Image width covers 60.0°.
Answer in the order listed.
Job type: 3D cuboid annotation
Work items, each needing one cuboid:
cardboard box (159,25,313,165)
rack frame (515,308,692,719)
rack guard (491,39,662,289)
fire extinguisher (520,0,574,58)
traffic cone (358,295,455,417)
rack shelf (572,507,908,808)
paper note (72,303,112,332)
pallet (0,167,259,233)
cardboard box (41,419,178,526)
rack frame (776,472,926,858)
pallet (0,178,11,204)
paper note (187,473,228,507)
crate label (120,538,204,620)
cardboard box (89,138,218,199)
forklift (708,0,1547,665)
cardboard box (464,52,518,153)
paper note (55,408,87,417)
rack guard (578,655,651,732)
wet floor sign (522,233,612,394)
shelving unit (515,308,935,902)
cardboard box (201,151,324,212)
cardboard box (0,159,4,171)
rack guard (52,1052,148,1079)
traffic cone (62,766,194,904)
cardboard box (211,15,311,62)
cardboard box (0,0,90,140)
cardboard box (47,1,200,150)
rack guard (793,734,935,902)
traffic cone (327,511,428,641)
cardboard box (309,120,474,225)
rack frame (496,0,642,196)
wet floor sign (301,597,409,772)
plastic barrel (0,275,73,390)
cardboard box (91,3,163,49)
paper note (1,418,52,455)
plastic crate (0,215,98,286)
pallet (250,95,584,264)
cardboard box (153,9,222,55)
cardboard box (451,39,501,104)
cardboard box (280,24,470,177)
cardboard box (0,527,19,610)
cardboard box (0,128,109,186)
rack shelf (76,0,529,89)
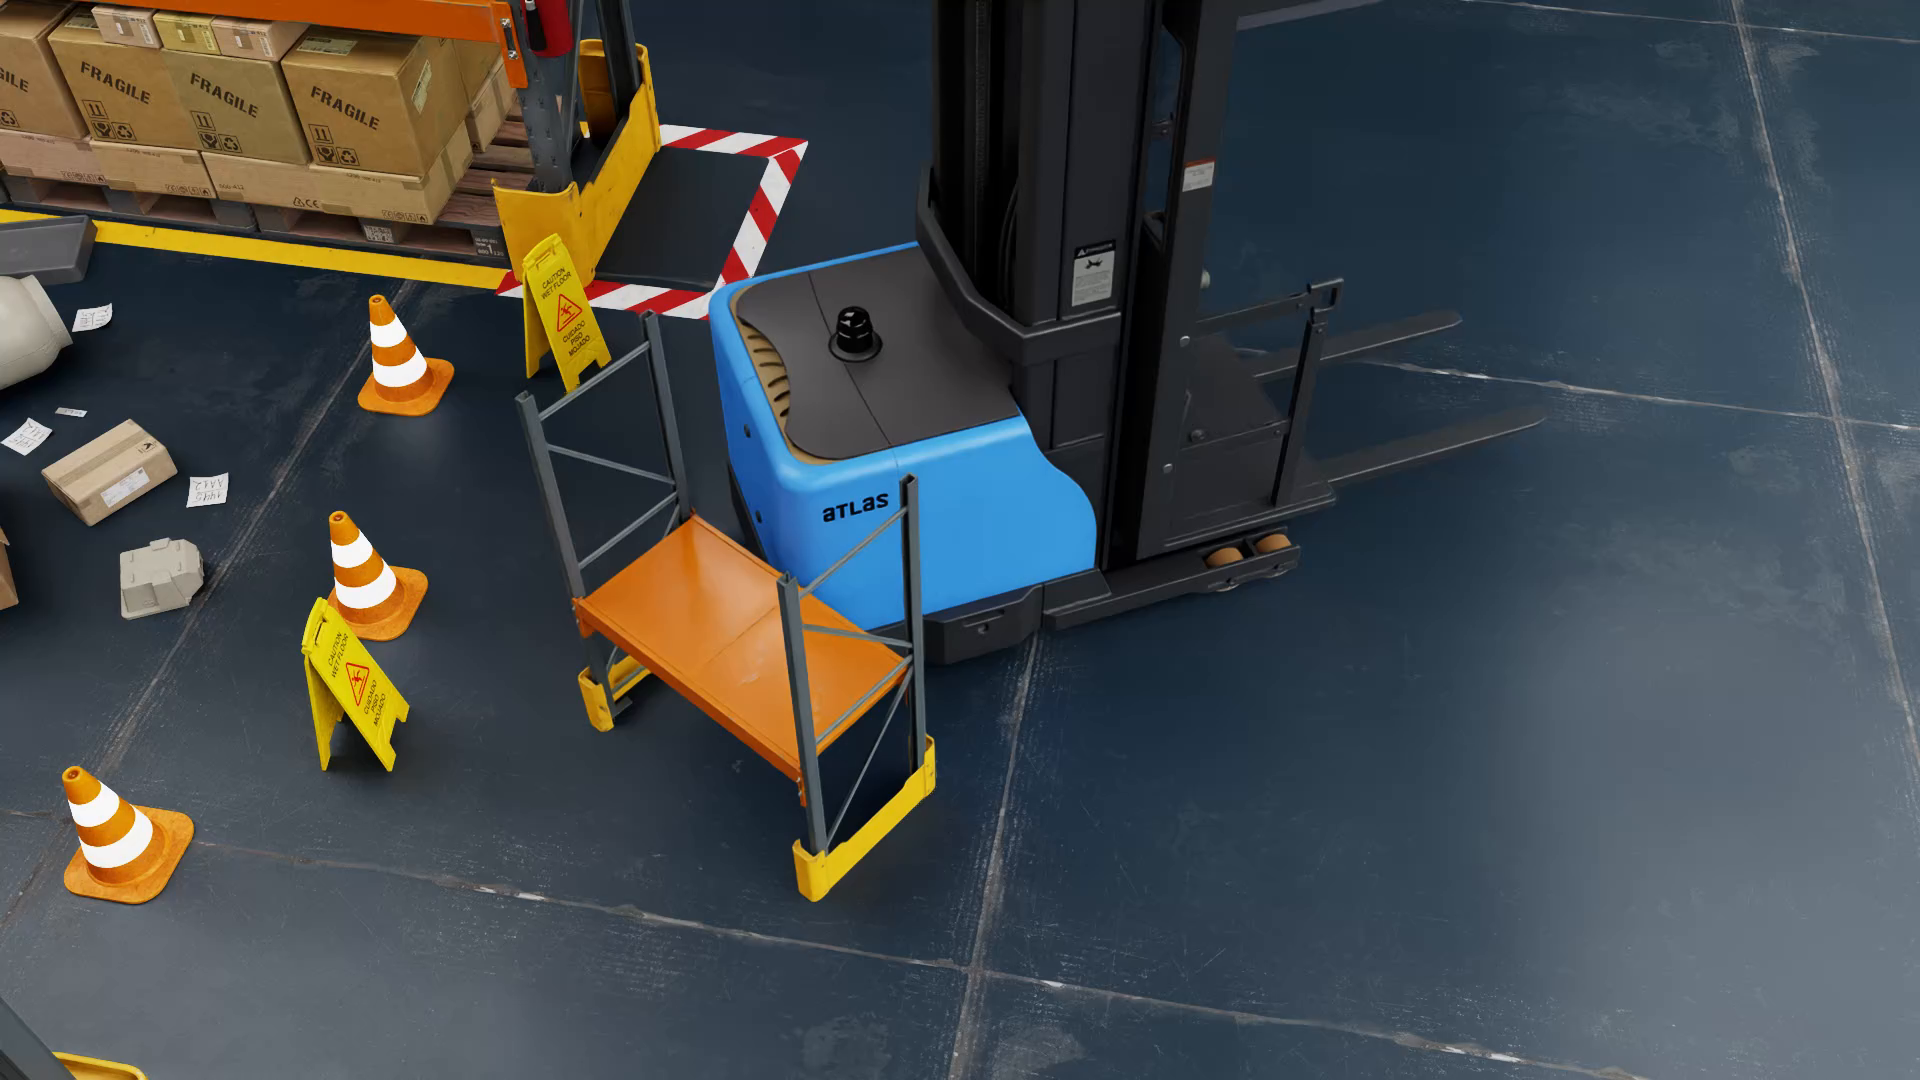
[{"bbox_3d":[-2.963,-1.973,7.068,0.500,0.500,0.500,9,49,8],"label":"cardboard box"},{"bbox_3d":[-1.054,-0.026,5.264,0.032,1.500,0.500,33,56,26],"label":"rack frame"},{"bbox_3d":[-1.689,-1.694,7.436,0.348,0.500,1.175,8,49,7],"label":"rack guard"},{"bbox_3d":[-1.583,-2.141,6.209,0.183,0.674,0.296,8,49,7],"label":"fire extinguisher"},{"bbox_3d":[-2.266,-0.784,6.644,0.334,0.463,0.336,8,49,7],"label":"traffic cone"},{"bbox_3d":[-0.668,0.341,5.176,1.000,0.185,0.538,33,56,26],"label":"rack shelf"},{"bbox_3d":[-3.696,-0.949,7.082,0.148,0.019,0.142,-7,48,-7],"label":"paper note"},{"bbox_3d":[-3.679,-1.894,7.810,1.213,0.211,1.003,8,49,7],"label":"pallet"},{"bbox_3d":[-3.262,-0.261,6.385,0.250,0.149,0.380,32,56,26],"label":"cardboard box"},{"bbox_3d":[-0.283,0.468,4.821,0.032,1.500,0.500,33,56,26],"label":"rack frame"},{"bbox_3d":[-4.883,-2.054,7.953,1.213,0.211,1.003,8,49,7],"label":"pallet"},{"bbox_3d":[-2.898,-0.195,6.405,0.142,0.019,0.148,-7,48,-7],"label":"paper note"},{"bbox_3d":[-2.914,0.123,6.047,0.298,0.136,0.250,-15,50,-13],"label":"crate label"},{"bbox_3d":[-3.481,-1.790,7.408,0.500,0.250,0.500,6,48,5],"label":"cardboard box"},{"bbox_3d":[0.714,-1.148,5.311,3.031,2.935,1.130,-15,50,-13],"label":"forklift"},{"bbox_3d":[-2.358,-2.050,7.642,0.500,0.250,0.500,7,48,7],"label":"cardboard box"},{"bbox_3d":[-3.586,-0.516,6.706,0.123,0.001,0.032,8,49,7],"label":"paper note"},{"bbox_3d":[-1.052,0.392,5.729,0.087,0.250,0.587,33,56,26],"label":"rack guard"},{"bbox_3d":[-1.617,-0.924,6.647,0.232,0.644,0.267,23,52,20],"label":"wet floor sign"},{"bbox_3d":[-0.675,0.217,5.046,1.083,1.500,0.587,33,56,26],"label":"shelving unit"},{"bbox_3d":[-2.966,-1.725,7.350,0.500,0.250,0.500,8,49,7],"label":"cardboard box"},{"bbox_3d":[-4.490,-1.932,7.536,0.500,0.250,0.500,10,49,9],"label":"cardboard box"},{"bbox_3d":[-2.371,1.956,4.157,0.348,0.500,1.175,8,49,7],"label":"rack guard"},{"bbox_3d":[-2.665,0.855,5.170,0.334,0.463,0.336,8,49,7],"label":"traffic cone"},{"bbox_3d":[-2.822,-2.123,6.767,0.250,0.149,0.380,9,49,8],"label":"cardboard box"},{"bbox_3d":[-3.979,-2.113,7.194,0.500,0.500,0.500,10,49,9],"label":"cardboard box"},{"bbox_3d":[-3.458,-2.045,7.133,0.500,0.500,0.500,7,48,6],"label":"cardboard box"},{"bbox_3d":[-0.296,0.875,5.295,0.087,0.250,0.587,33,56,26],"label":"rack guard"},{"bbox_3d":[-2.129,0.073,5.873,0.334,0.463,0.336,8,49,7],"label":"traffic cone"},{"bbox_3d":[-2.481,-1.654,7.286,0.500,0.250,0.500,7,48,7],"label":"cardboard box"},{"bbox_3d":[-1.614,-2.520,6.497,0.127,3.000,1.000,8,49,7],"label":"rack frame"},{"bbox_3d":[-2.014,0.459,5.404,0.232,0.644,0.267,0,48,0],"label":"wet floor sign"},{"bbox_3d":[-3.916,-0.824,6.705,0.512,0.421,0.421,-32,55,-25],"label":"plastic barrel"},{"bbox_3d":[-3.328,-2.195,6.831,0.250,0.149,0.380,10,49,8],"label":"cardboard box"},{"bbox_3d":[-3.707,-0.414,6.609,0.142,0.019,0.148,23,52,20],"label":"paper note"},{"bbox_3d":[-4.151,-1.265,7.333,0.583,0.080,0.402,-7,48,-7],"label":"plastic crate"},{"bbox_3d":[-2.482,-1.731,7.663,1.213,0.211,1.003,8,49,7],"label":"pallet"},{"bbox_3d":[-3.069,-2.158,6.799,0.250,0.149,0.380,8,49,7],"label":"cardboard box"},{"bbox_3d":[-2.382,-2.303,7.365,0.500,0.500,0.500,6,48,6],"label":"cardboard box"},{"bbox_3d":[-2.449,-1.907,7.009,0.500,0.500,0.500,8,49,7],"label":"cardboard box"},{"bbox_3d":[-3.793,-0.064,5.970,0.637,0.503,0.797,-23,52,-19],"label":"cardboard box"},{"bbox_3d":[-3.968,-1.864,7.474,0.500,0.250,0.500,7,48,6],"label":"cardboard box"},{"bbox_3d":[-3.582,-2.544,7.003,4.000,0.370,1.077,8,49,7],"label":"rack shelf"}]
